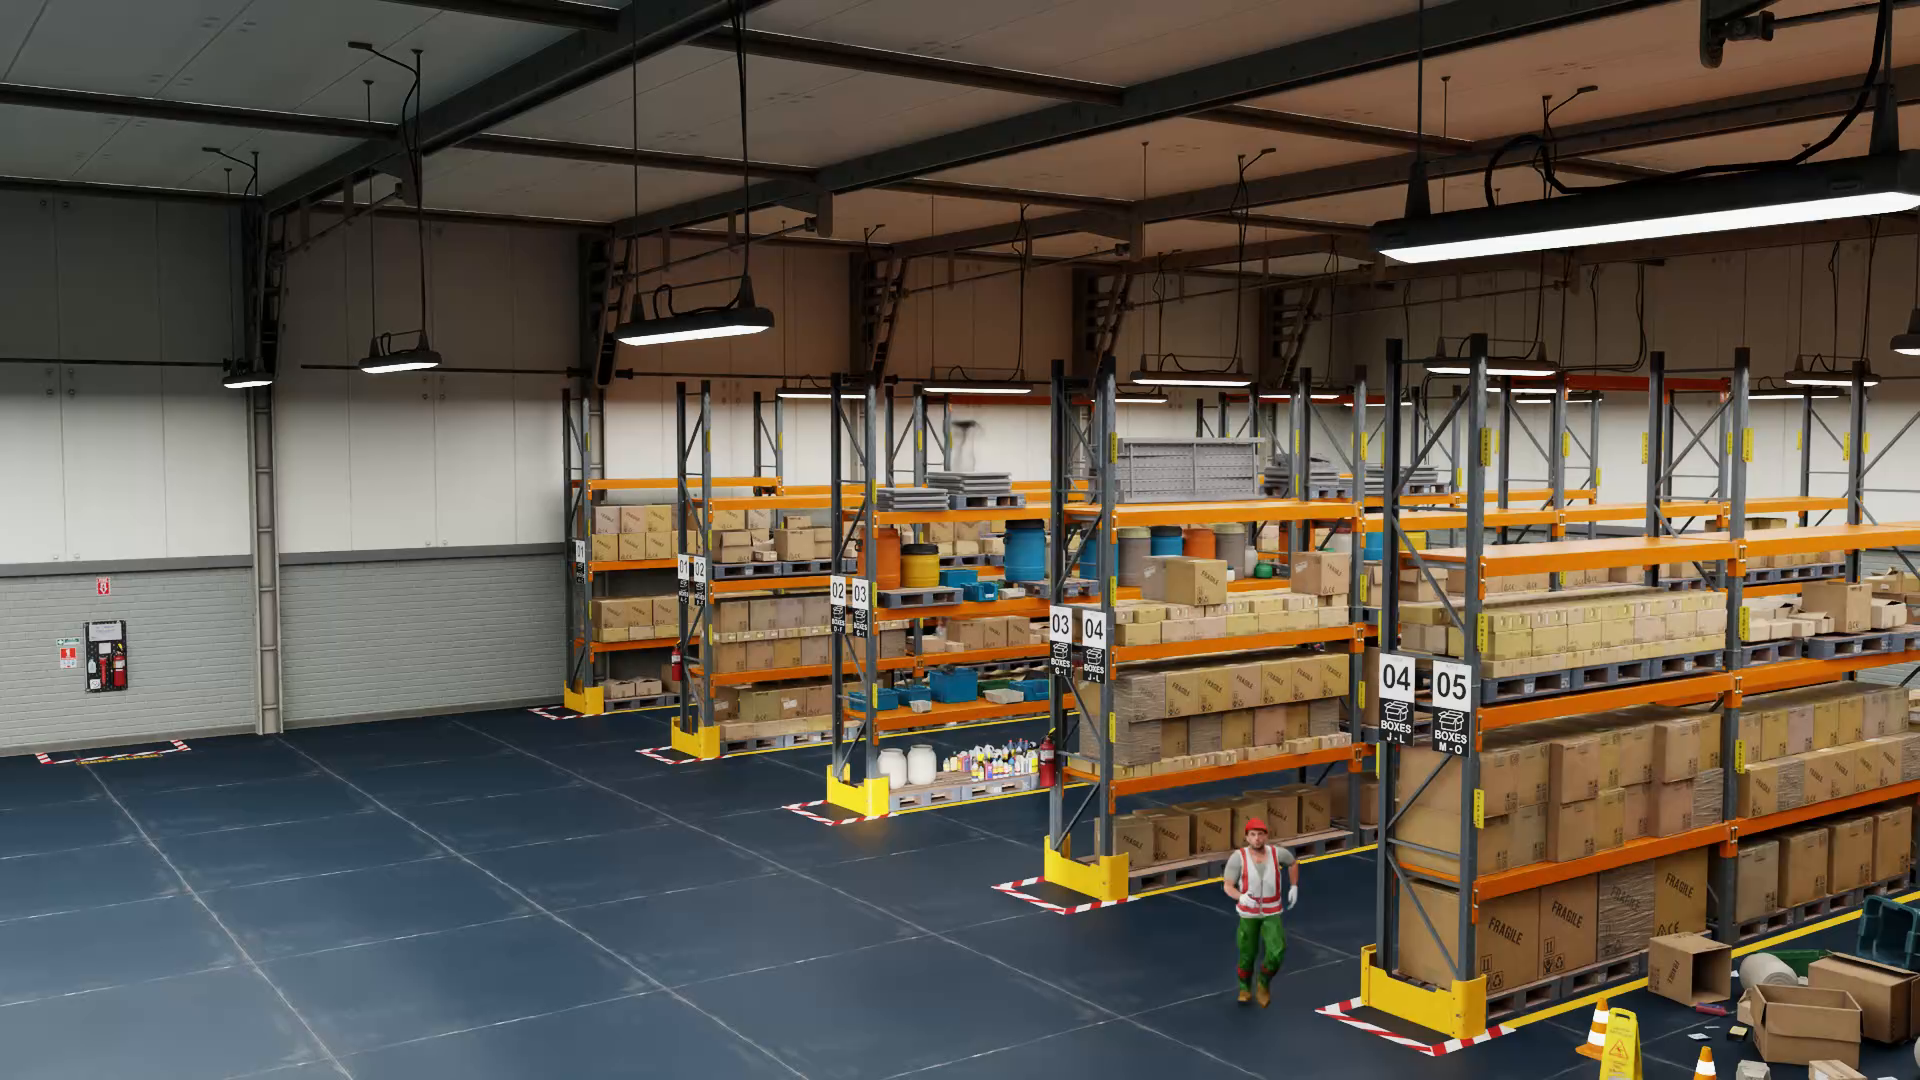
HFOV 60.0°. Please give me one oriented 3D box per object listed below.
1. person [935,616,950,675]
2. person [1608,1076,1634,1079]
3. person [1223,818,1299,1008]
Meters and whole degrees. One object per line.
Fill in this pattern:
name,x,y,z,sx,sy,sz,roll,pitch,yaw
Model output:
person,-0.345,2.258,32.970,0.534,1.561,0.575,3,5,42
person,3.662,3.771,9.289,0.767,1.685,0.583,2,4,33
person,2.678,3.321,14.755,0.687,1.735,0.821,0,4,5
